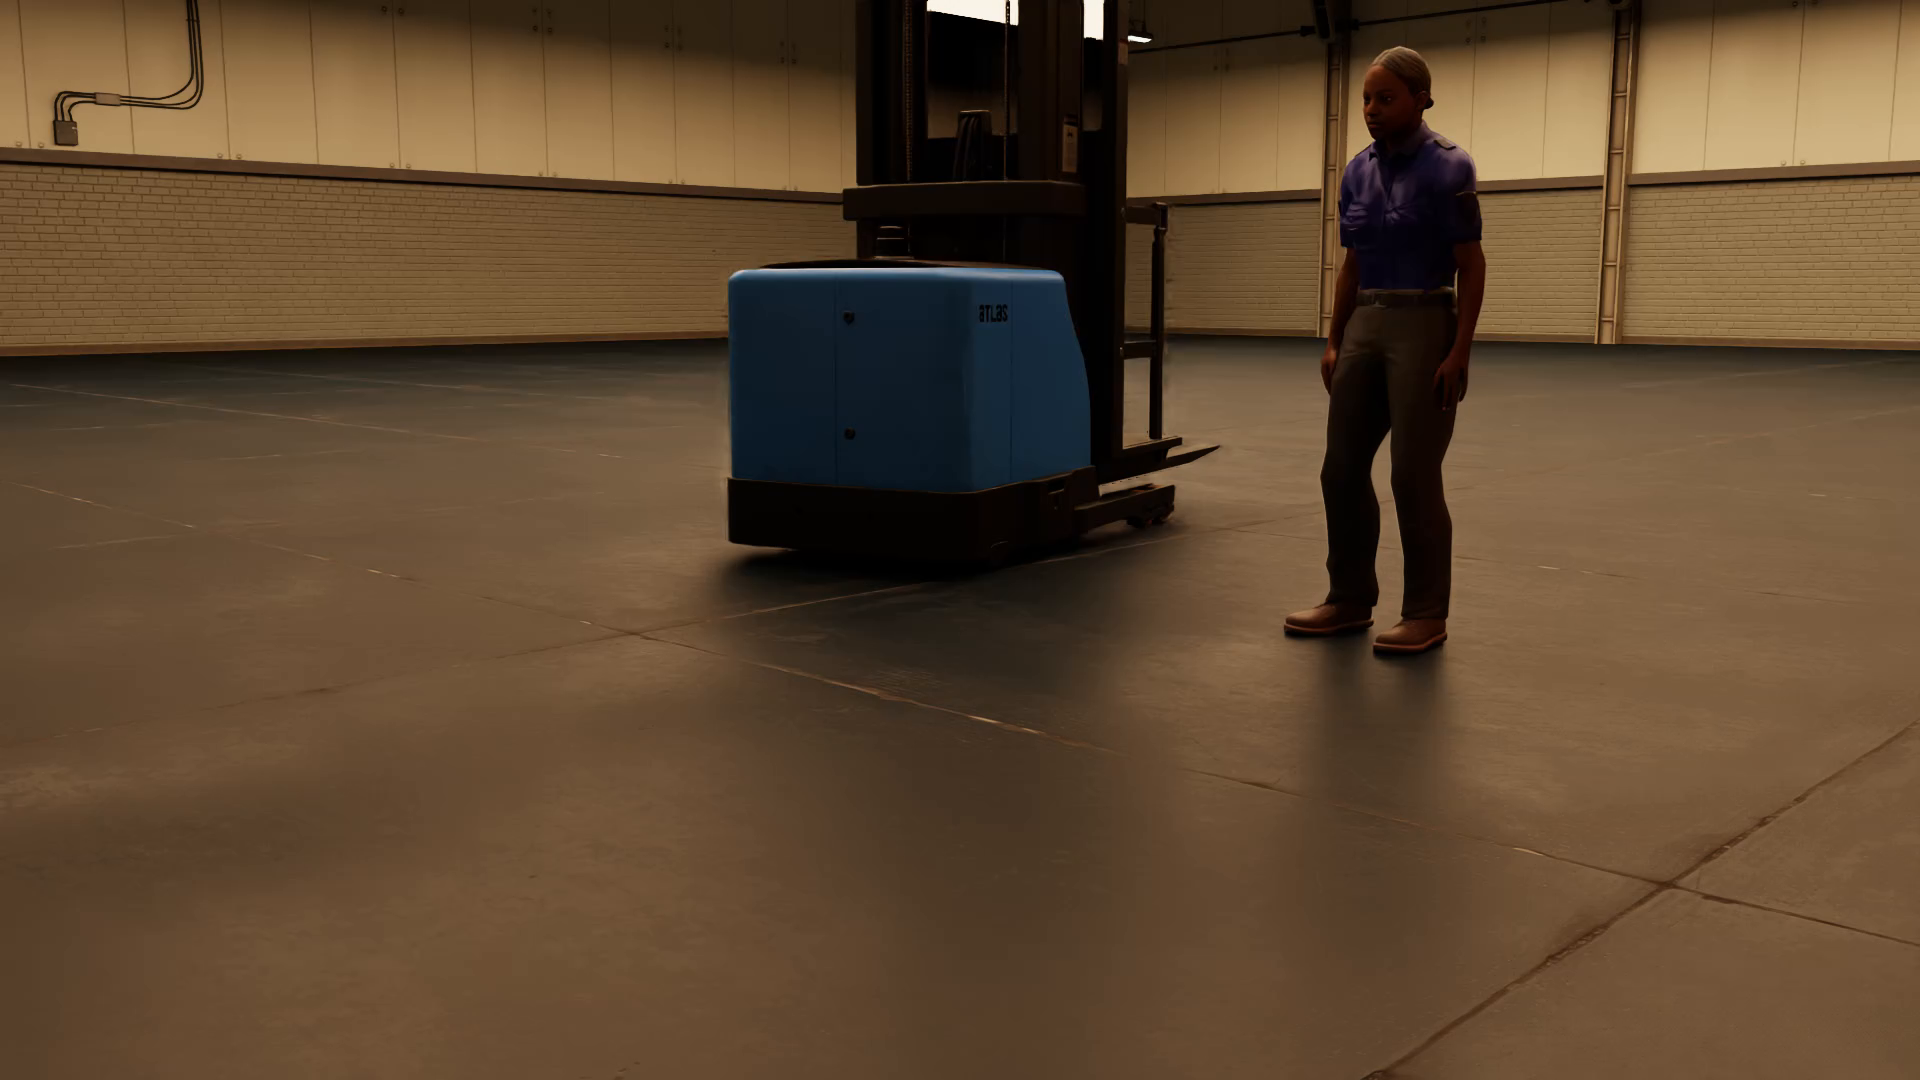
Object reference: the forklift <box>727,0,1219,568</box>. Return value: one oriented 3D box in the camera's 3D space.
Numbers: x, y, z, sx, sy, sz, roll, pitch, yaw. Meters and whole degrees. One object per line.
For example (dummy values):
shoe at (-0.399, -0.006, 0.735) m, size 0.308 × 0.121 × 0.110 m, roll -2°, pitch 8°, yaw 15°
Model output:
forklift at (0.285, -1.530, 7.038) m, size 1.130 × 2.935 × 3.031 m, roll 5°, pitch 10°, yaw 28°

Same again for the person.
person at (1.221, -0.529, 4.688) m, size 0.350 × 1.653 × 0.513 m, roll -6°, pitch 11°, yaw -35°
